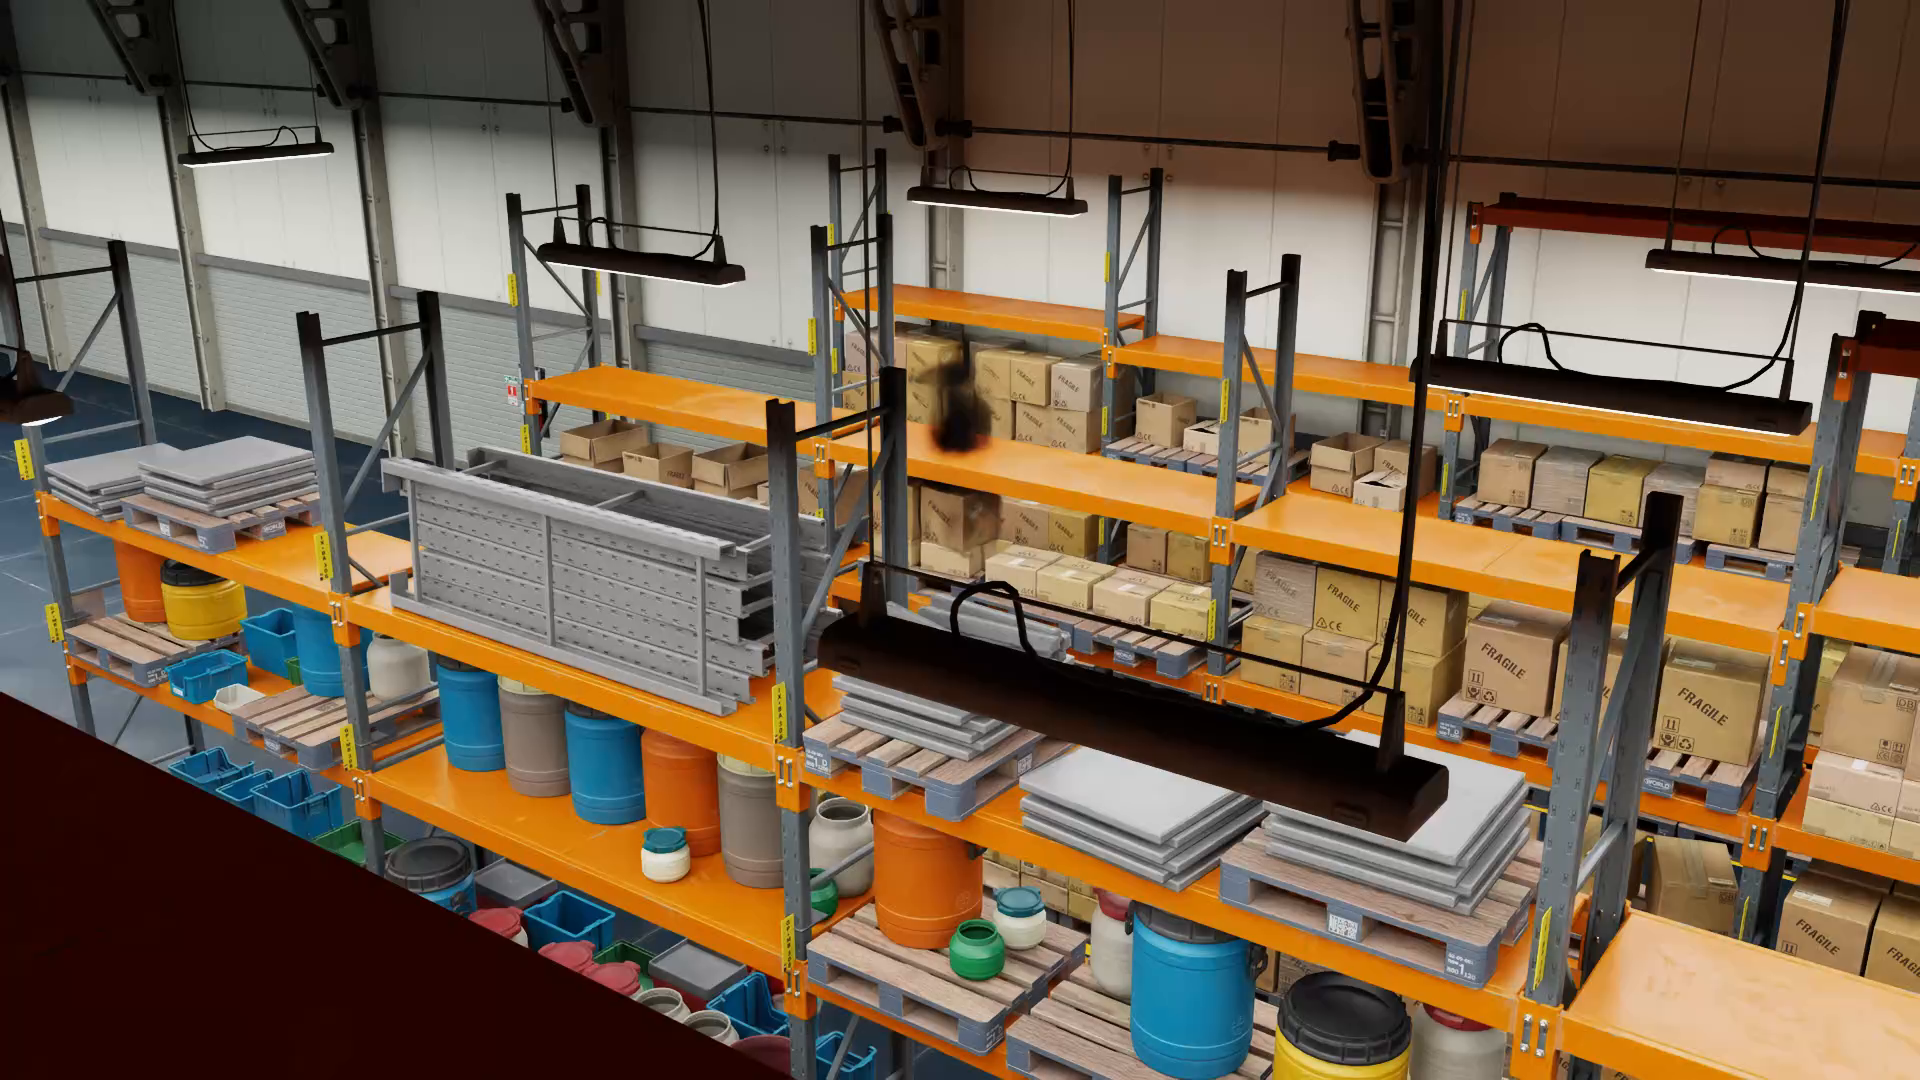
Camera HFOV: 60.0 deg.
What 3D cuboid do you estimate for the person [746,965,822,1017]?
[{"bbox_3d":[-1.205,3.410,12.291,0.809,1.649,0.725,-7,20,-19],"label":"person"}]
